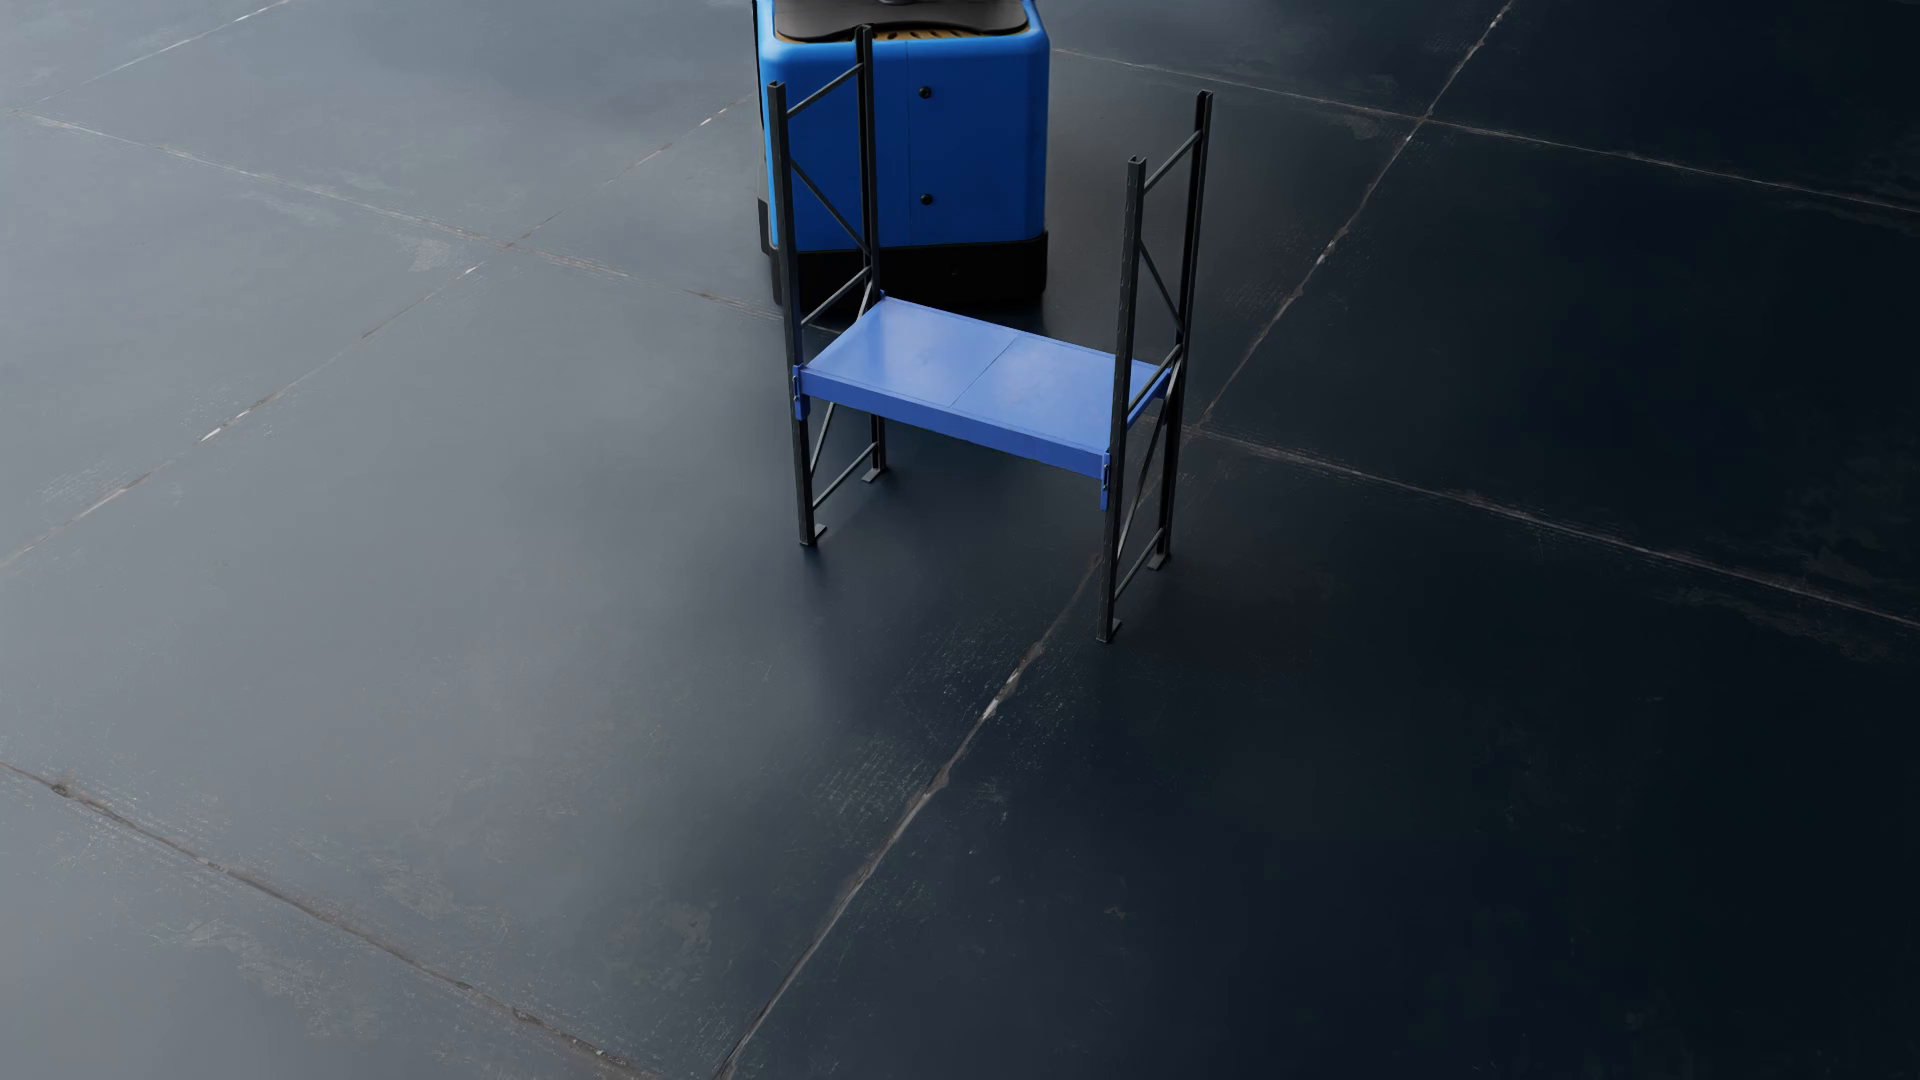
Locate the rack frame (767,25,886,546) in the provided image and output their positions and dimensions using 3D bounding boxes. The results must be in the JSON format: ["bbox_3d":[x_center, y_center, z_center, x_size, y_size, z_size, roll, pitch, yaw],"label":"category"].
[{"bbox_3d":[-0.376,-0.715,4.952,0.032,1.500,0.500,17,41,21],"label":"rack frame"}]

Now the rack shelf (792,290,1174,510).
[{"bbox_3d":[0.076,-0.430,4.874,1.000,0.185,0.538,17,41,21],"label":"rack shelf"}]

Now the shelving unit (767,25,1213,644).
[{"bbox_3d":[0.076,-0.574,4.765,1.048,1.500,0.538,17,41,21],"label":"shelving unit"}]

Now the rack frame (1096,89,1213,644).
[{"bbox_3d":[0.527,-0.432,4.579,0.032,1.500,0.500,17,41,21],"label":"rack frame"}]

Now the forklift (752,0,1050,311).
[{"bbox_3d":[-0.342,-2.912,6.662,1.130,2.935,3.031,-4,37,-5],"label":"forklift"}]
